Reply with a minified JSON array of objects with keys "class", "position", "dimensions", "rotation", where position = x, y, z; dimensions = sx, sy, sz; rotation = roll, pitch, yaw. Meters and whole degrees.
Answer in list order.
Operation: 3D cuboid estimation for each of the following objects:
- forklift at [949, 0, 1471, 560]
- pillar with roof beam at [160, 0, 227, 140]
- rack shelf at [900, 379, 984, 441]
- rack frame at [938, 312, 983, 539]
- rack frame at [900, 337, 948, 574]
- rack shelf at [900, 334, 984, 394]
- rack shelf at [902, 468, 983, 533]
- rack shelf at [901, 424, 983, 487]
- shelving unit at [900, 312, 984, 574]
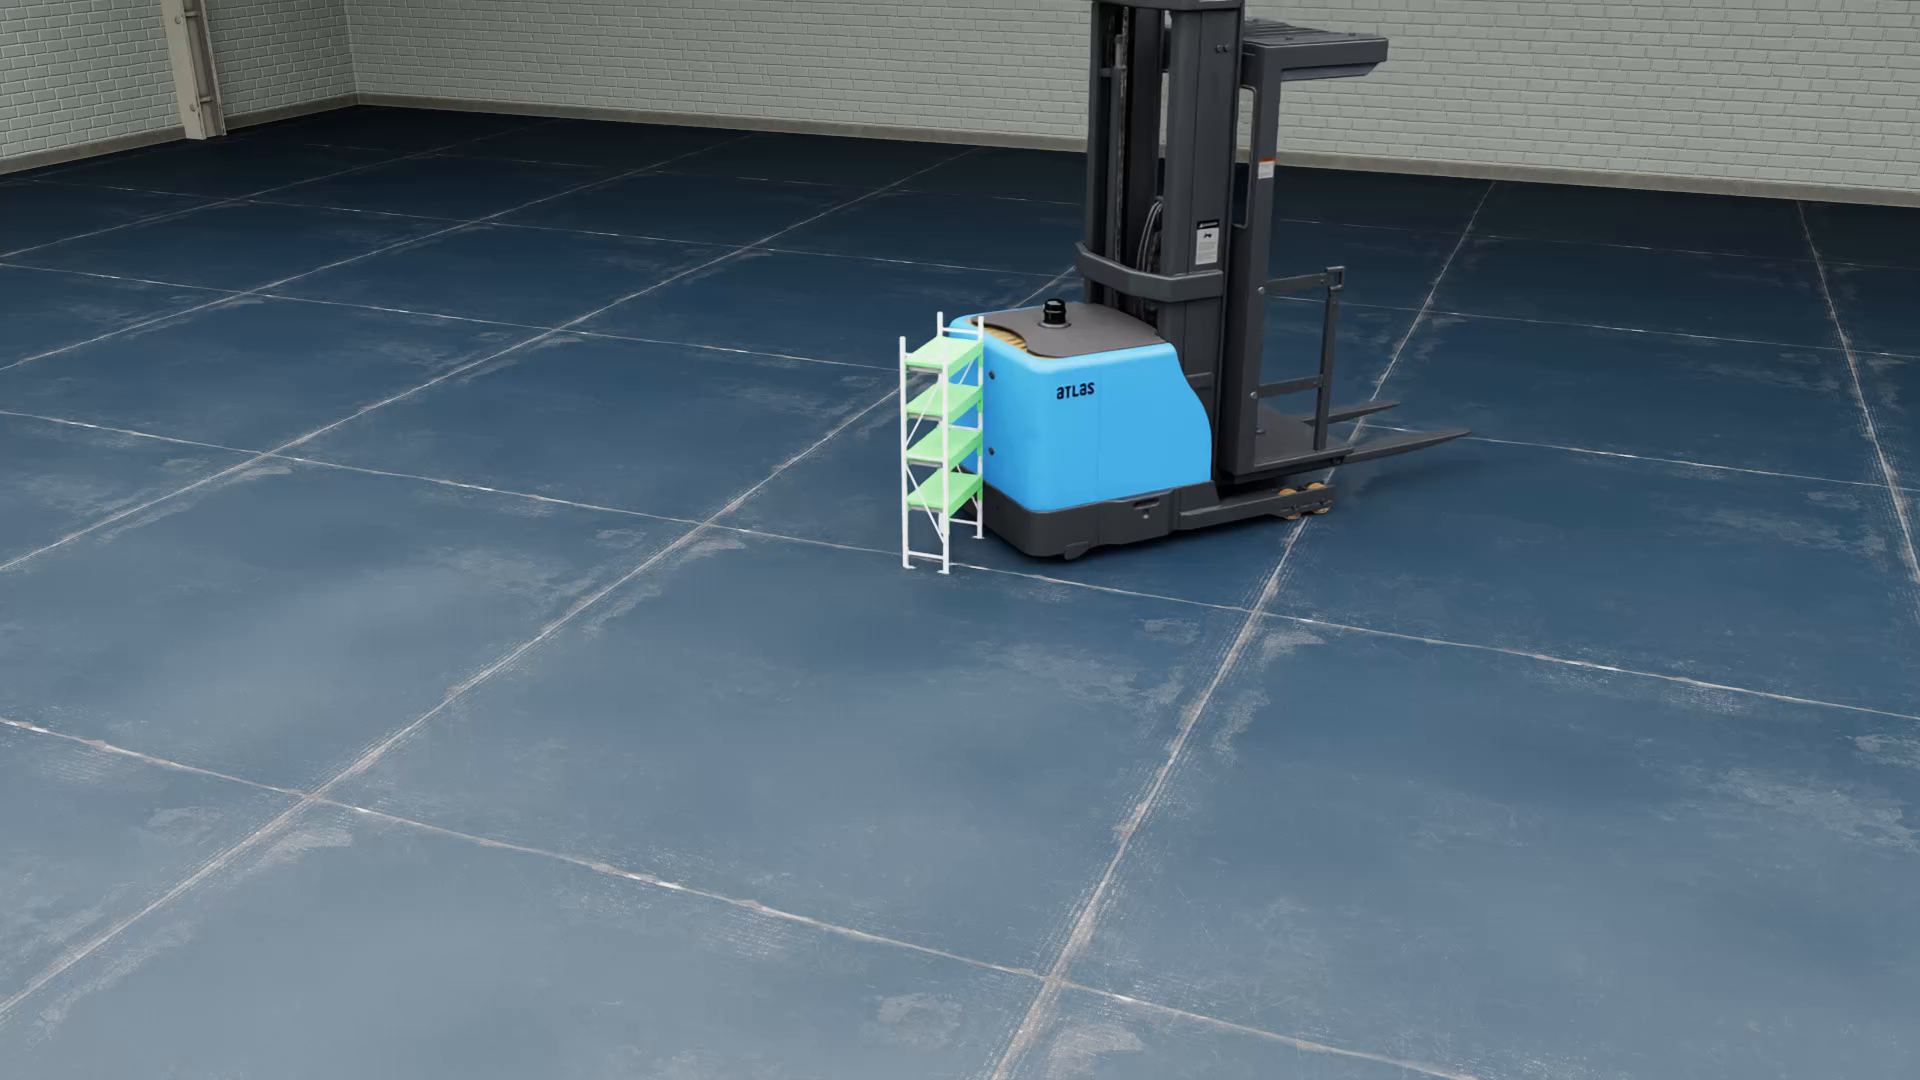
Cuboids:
[{"class":"forklift","position":[1.481,-1.631,8.851],"dimensions":[3.031,2.935,1.130],"rotation":[-11,25,-25]},{"class":"pillar with roof beam","position":[-5.477,-8.606,17.678],"dimensions":[9.100,9.000,0.400],"rotation":[9,24,20]},{"class":"rack shelf","position":[-0.085,-0.651,8.295],"dimensions":[0.258,0.148,0.480],"rotation":[8,24,19]},{"class":"rack frame","position":[0.002,-0.576,8.573],"dimensions":[0.240,1.200,0.015],"rotation":[8,24,19]},{"class":"rack frame","position":[-0.173,-0.401,8.153],"dimensions":[0.240,1.200,0.015],"rotation":[8,24,19]},{"class":"rack shelf","position":[-0.085,-0.872,8.203],"dimensions":[0.258,0.148,0.480],"rotation":[8,24,19]},{"class":"rack shelf","position":[-0.085,-0.208,8.480],"dimensions":[0.258,0.148,0.480],"rotation":[8,24,19]},{"class":"rack shelf","position":[-0.085,-0.430,8.388],"dimensions":[0.258,0.148,0.480],"rotation":[8,24,19]},{"class":"shelving unit","position":[-0.085,-0.489,8.363],"dimensions":[0.258,1.200,0.503],"rotation":[8,24,19]}]
